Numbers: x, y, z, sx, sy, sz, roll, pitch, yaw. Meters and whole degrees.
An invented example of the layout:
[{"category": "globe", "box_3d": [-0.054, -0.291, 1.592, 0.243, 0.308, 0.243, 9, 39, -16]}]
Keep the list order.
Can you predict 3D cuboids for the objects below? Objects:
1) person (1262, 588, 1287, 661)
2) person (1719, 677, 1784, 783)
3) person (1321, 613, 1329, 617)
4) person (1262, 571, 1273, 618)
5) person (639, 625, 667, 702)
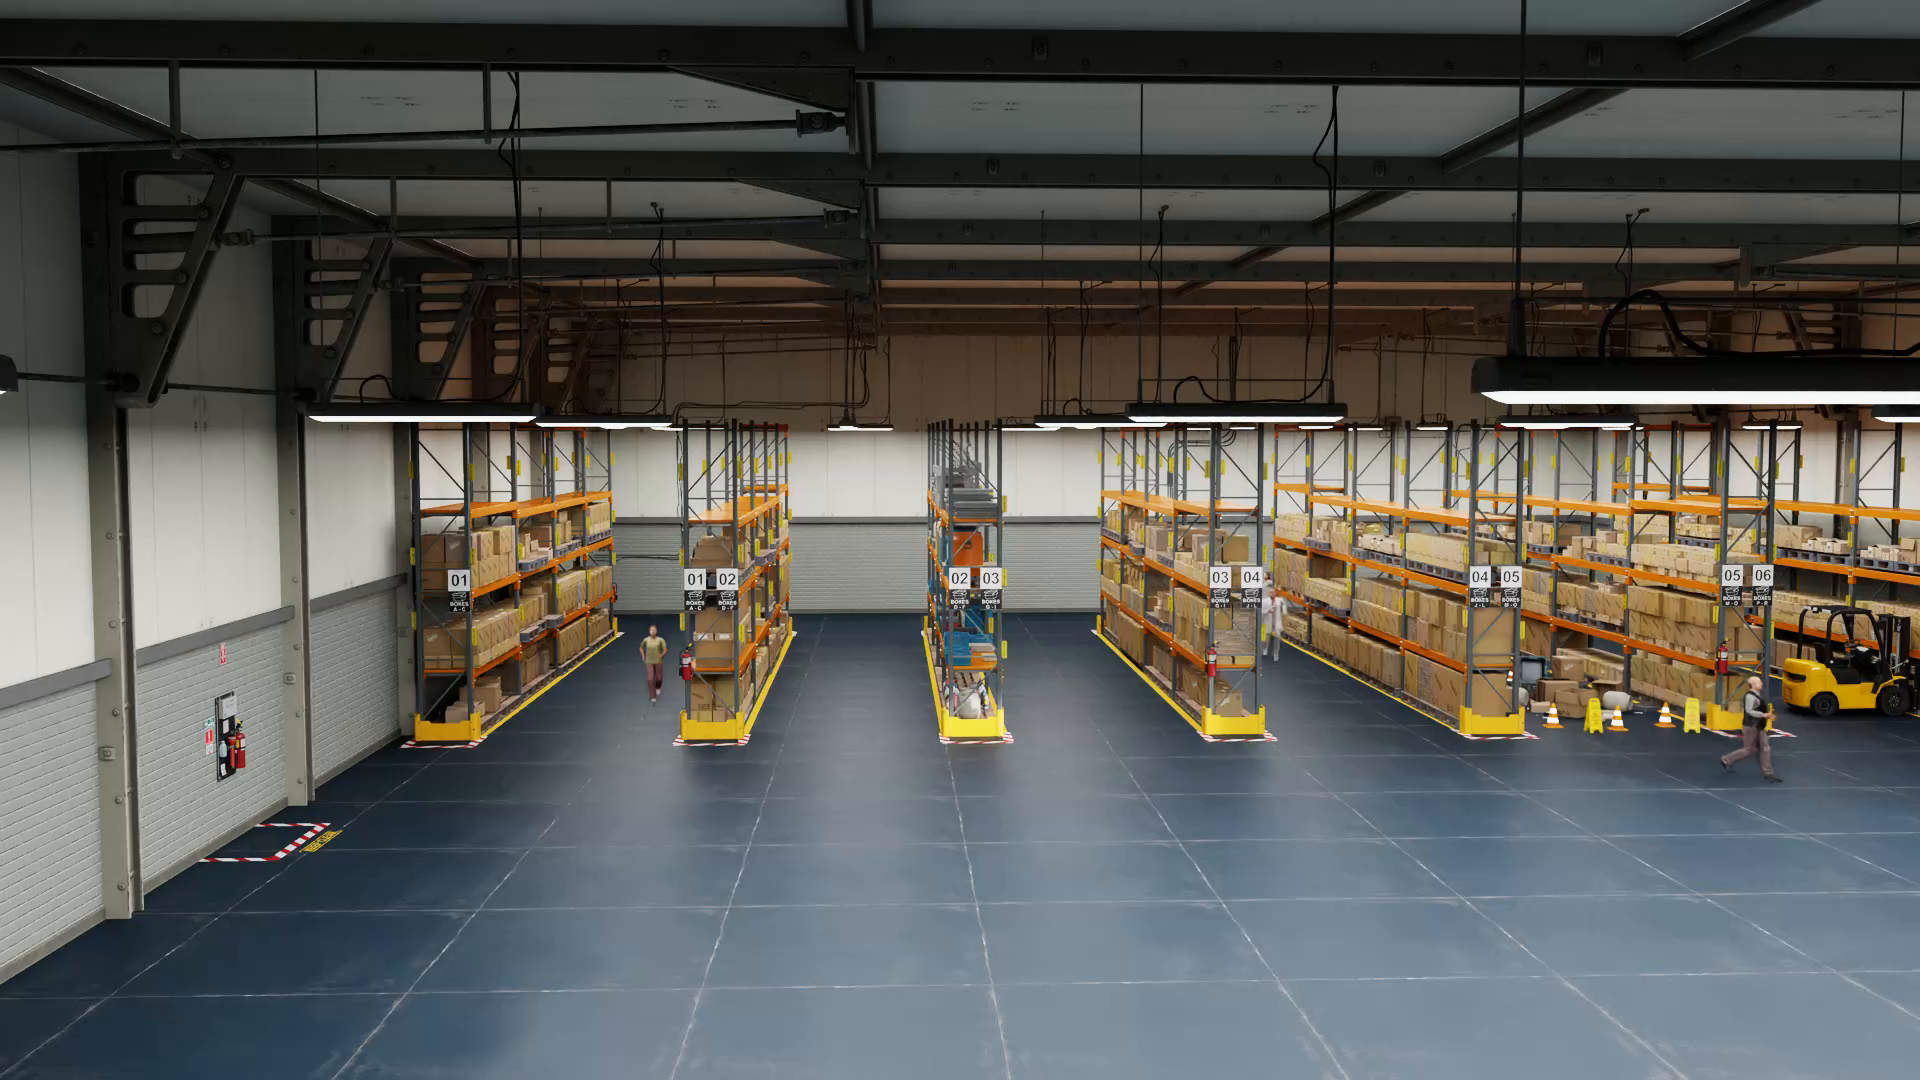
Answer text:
[{"category": "person", "box_3d": [7.953, 2.134, 42.274, 0.731, 1.837, 0.988, 0, 4, 3]}, {"category": "person", "box_3d": [13.034, 3.138, 27.353, 0.962, 1.648, 0.666, 3, 5, 37]}, {"category": "person", "box_3d": [10.706, 1.808, 48.352, 0.707, 1.663, 0.533, -1, 4, -20]}, {"category": "person", "box_3d": [8.993, 1.766, 48.794, 0.822, 1.696, 0.576, -2, 4, -25]}, {"category": "person", "box_3d": [-6.566, 2.628, 35.592, 0.584, 1.625, 0.724, -1, 4, -10]}]
